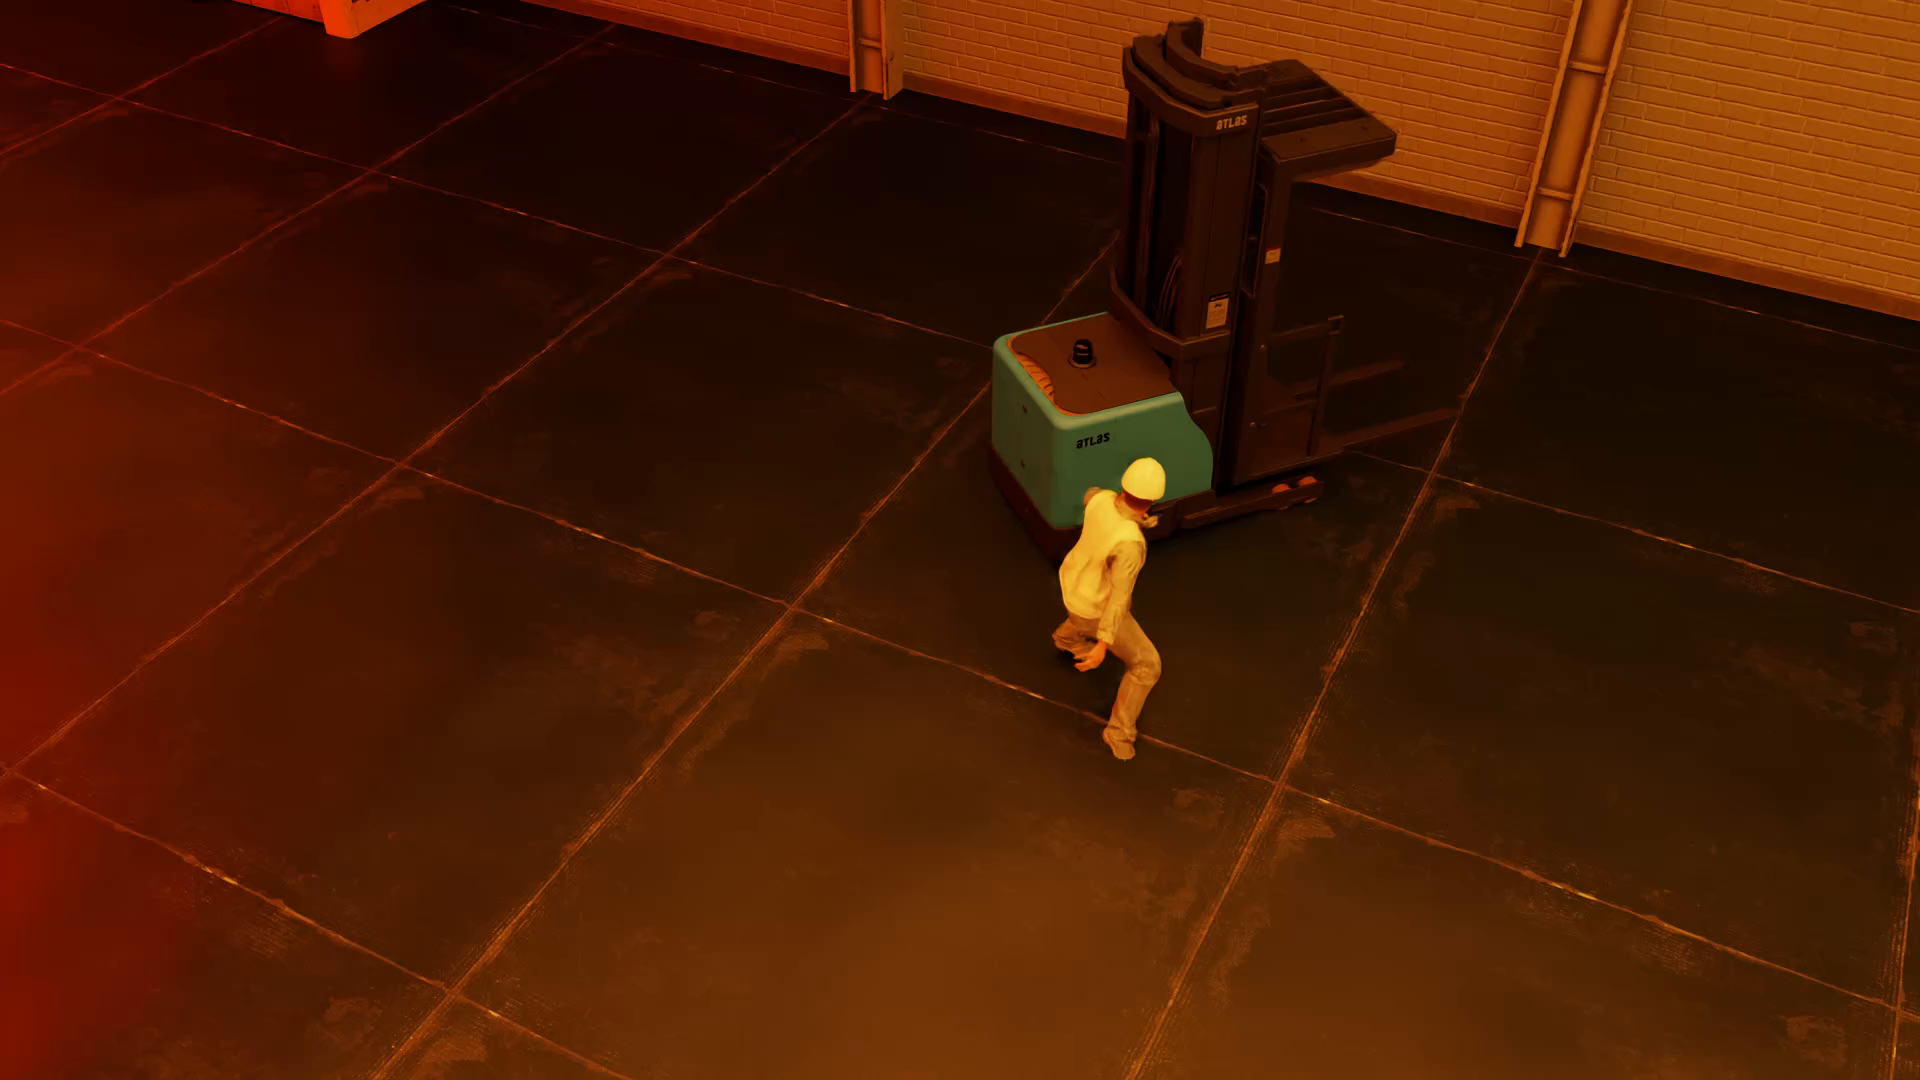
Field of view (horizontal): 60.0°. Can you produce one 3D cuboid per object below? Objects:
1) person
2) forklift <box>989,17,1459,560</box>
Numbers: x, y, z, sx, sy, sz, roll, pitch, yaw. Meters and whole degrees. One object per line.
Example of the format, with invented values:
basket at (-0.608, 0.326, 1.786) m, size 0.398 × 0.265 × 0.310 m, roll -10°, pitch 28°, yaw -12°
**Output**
person at (0.801, 0.327, 8.708) m, size 0.572 × 1.718 × 1.014 m, roll -4°, pitch 40°, yaw -5°
forklift at (1.751, -1.609, 9.896) m, size 3.031 × 2.935 × 1.130 m, roll -15°, pitch 42°, yaw -17°
